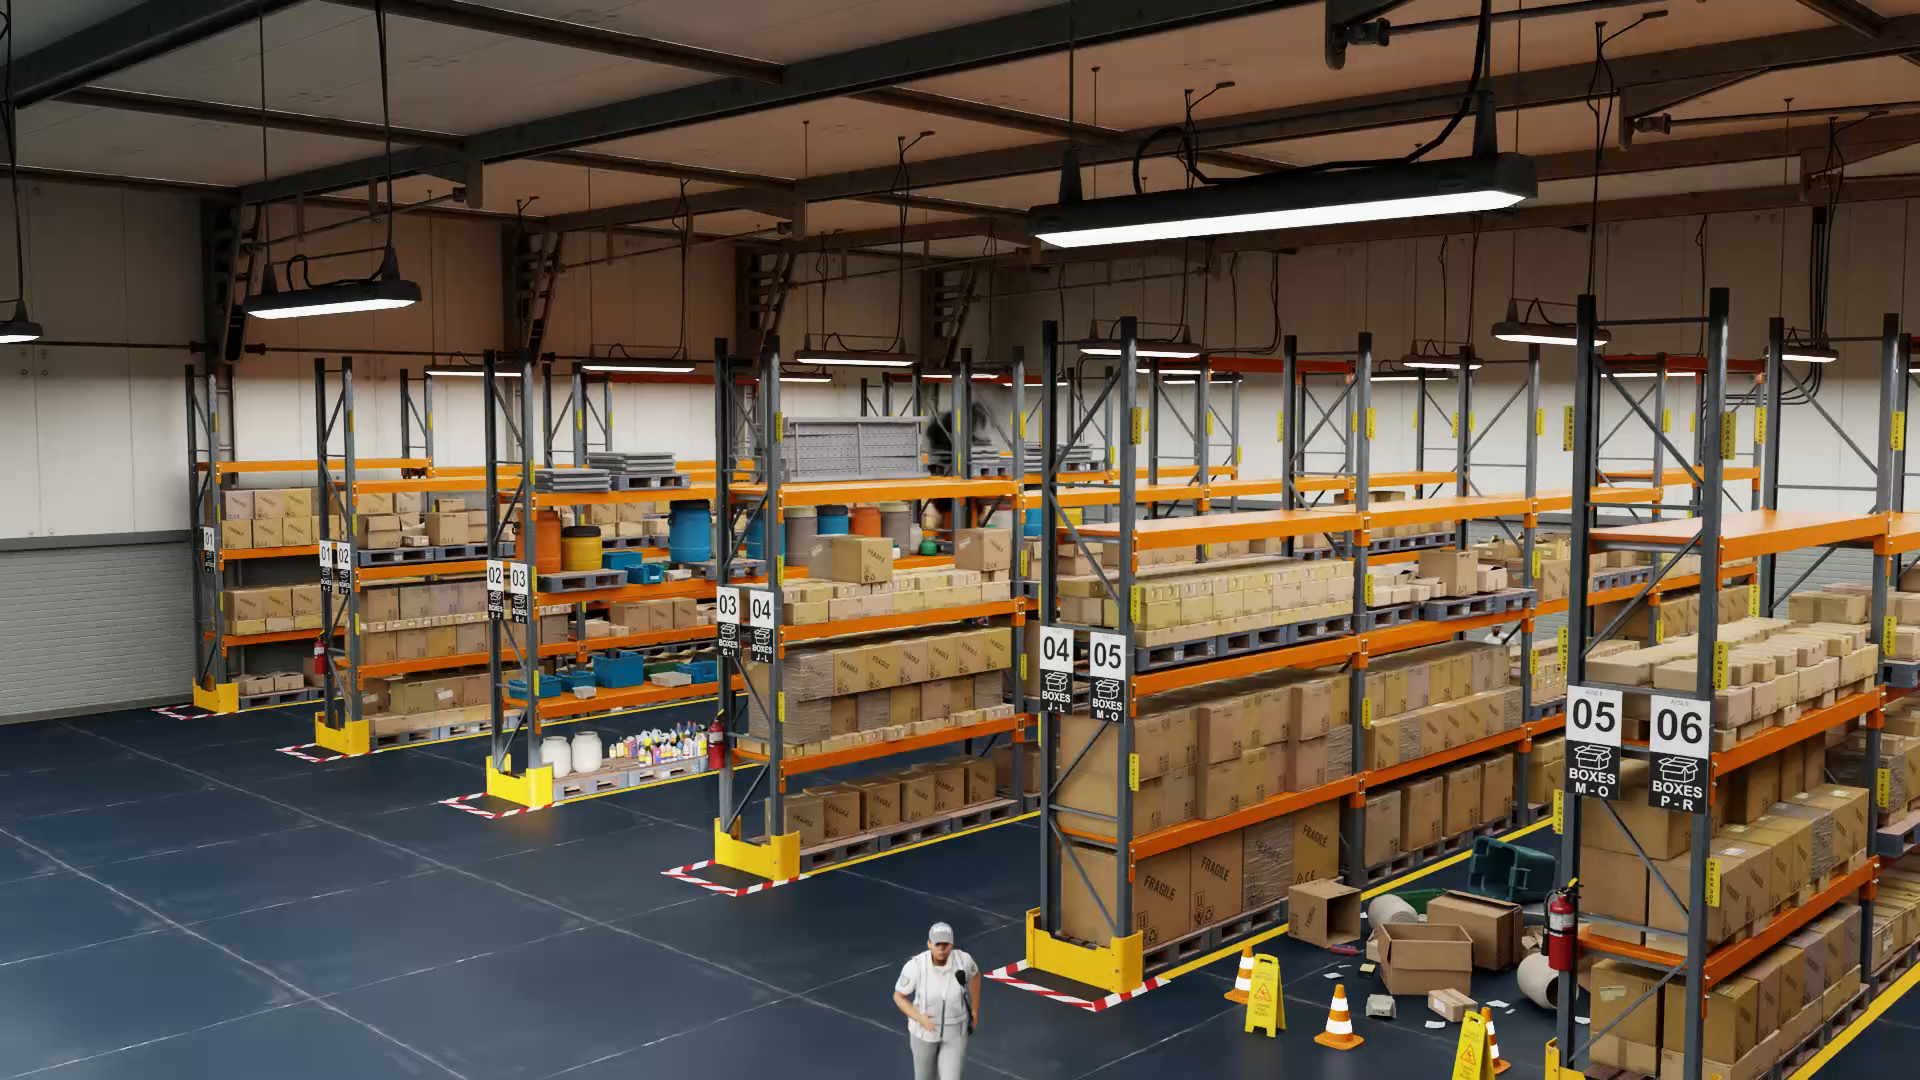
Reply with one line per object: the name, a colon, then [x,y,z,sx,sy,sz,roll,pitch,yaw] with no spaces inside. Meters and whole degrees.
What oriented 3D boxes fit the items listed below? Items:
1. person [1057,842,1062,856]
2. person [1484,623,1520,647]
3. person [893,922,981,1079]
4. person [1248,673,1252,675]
person: [1.243,2.947,18.030,0.612,1.651,0.614,3,6,37]
person: [9.189,2.187,28.257,0.604,1.754,0.661,3,5,37]
person: [-0.154,3.457,11.603,0.628,1.671,0.977,0,4,-6]
person: [4.049,2.566,22.715,0.684,1.813,0.713,4,6,43]
